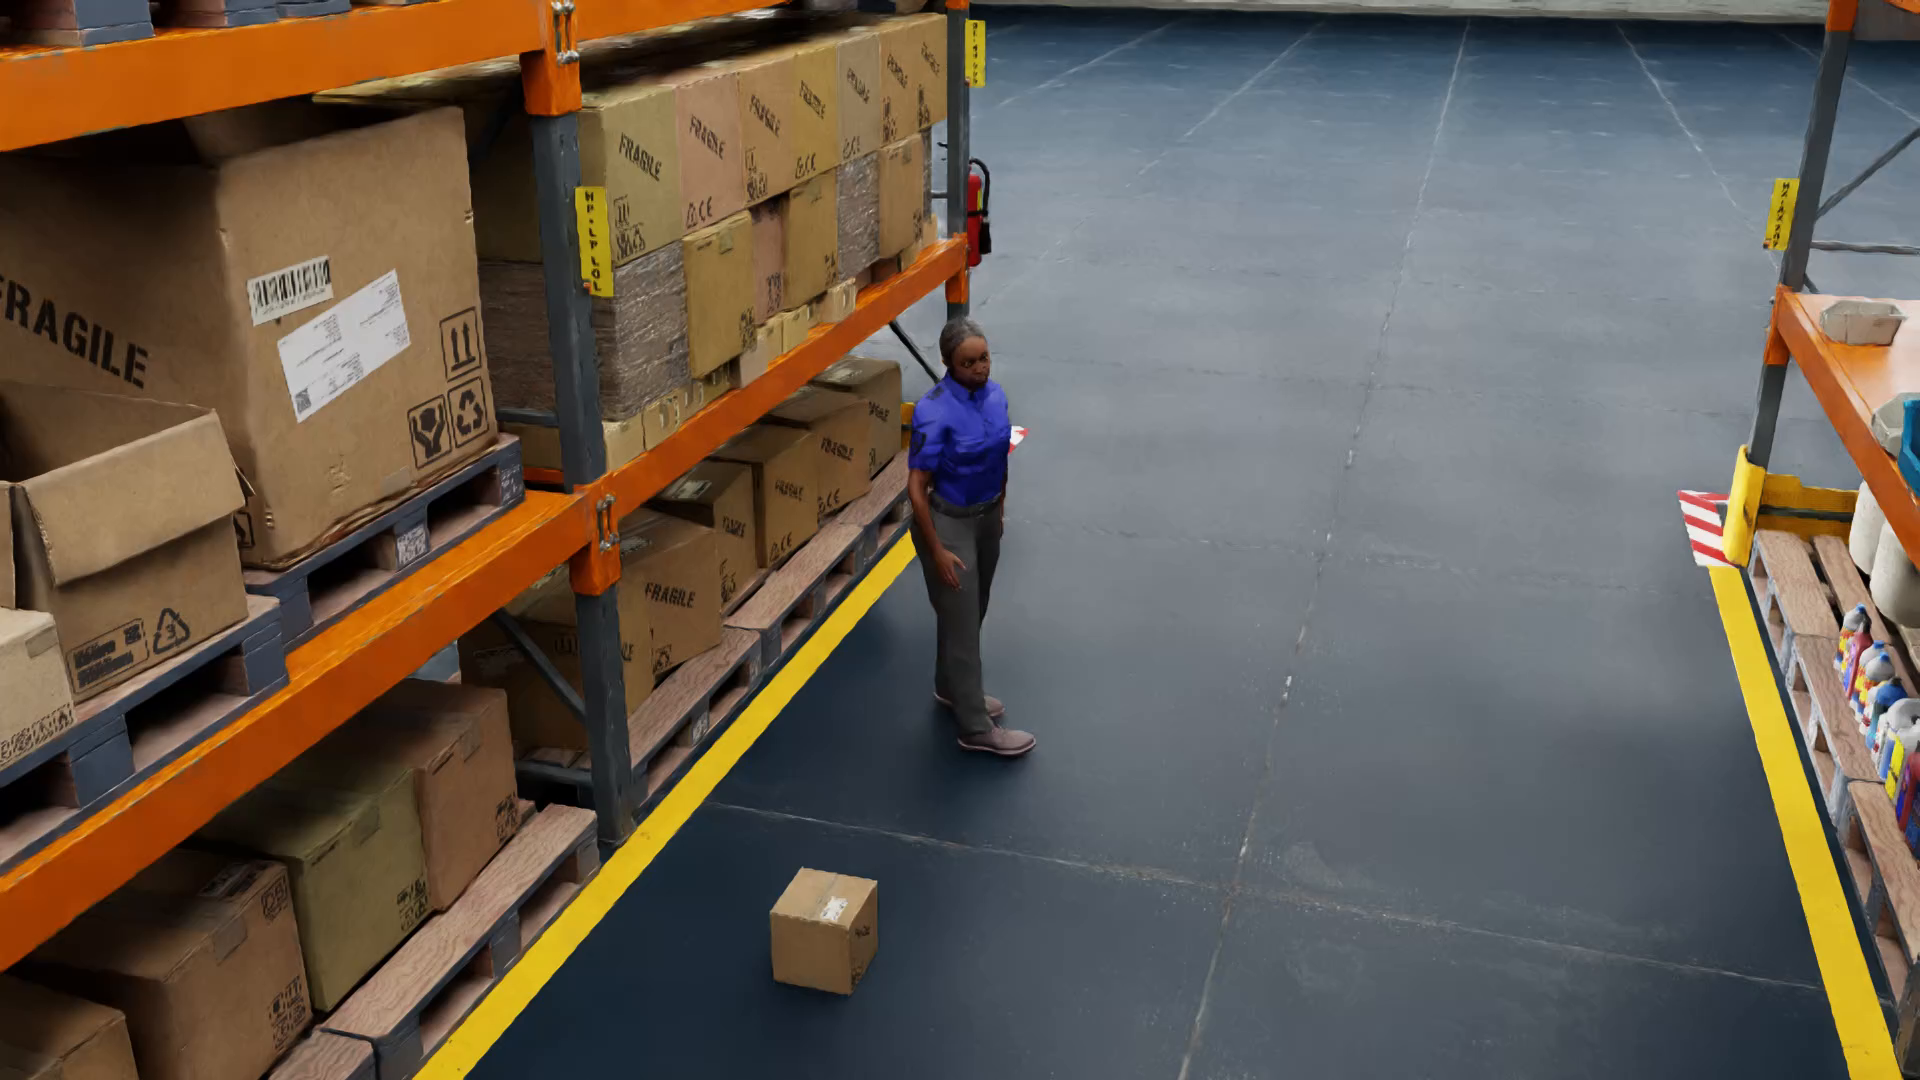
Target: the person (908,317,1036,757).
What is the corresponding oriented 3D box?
[{"bbox_3d":[0.045,-0.011,6.114,0.562,1.661,0.541,16,27,34],"label":"person"}]
